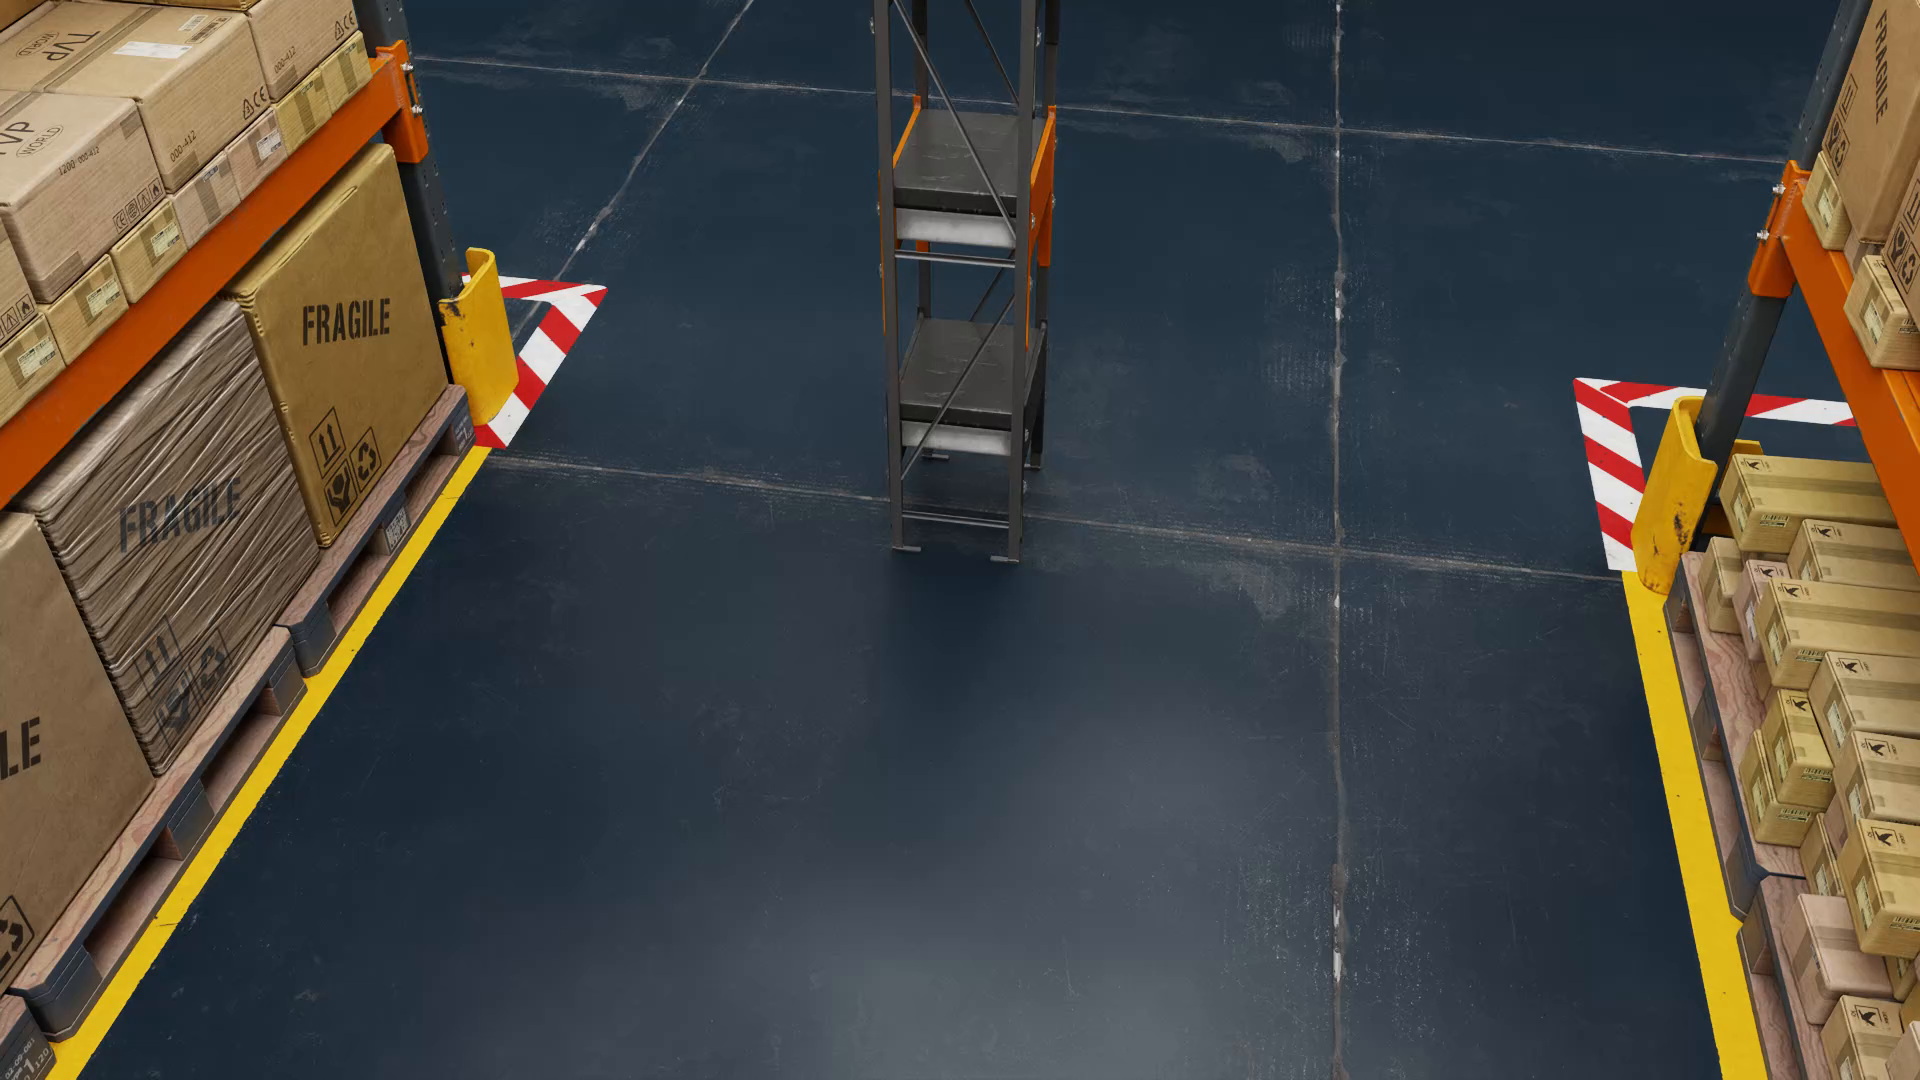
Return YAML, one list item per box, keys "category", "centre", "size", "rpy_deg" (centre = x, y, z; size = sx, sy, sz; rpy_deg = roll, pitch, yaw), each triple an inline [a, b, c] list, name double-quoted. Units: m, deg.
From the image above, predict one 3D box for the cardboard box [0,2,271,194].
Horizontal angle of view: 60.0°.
- category: "cardboard box"
  centre: [-2.084, -1.102, 4.113]
  size: [0.500, 0.250, 0.500]
  rpy_deg: [6, 40, 7]

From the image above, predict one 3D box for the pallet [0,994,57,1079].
- category: "pallet"
  centre: [-2.657, 1.420, 3.367]
  size: [1.003, 0.211, 1.213]
  rpy_deg: [6, 40, 8]

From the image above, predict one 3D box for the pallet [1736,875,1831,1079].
- category: "pallet"
  centre: [2.292, 1.305, 3.505]
  size: [1.003, 0.211, 1.213]
  rpy_deg: [6, 40, 8]

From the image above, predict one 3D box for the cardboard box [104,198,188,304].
- category: "cardboard box"
  centre: [-2.086, -0.699, 3.938]
  size: [0.380, 0.149, 0.250]
  rpy_deg: [6, 40, 7]

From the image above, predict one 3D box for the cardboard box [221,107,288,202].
- category: "cardboard box"
  centre: [-1.999, -1.018, 4.325]
  size: [0.380, 0.149, 0.250]
  rpy_deg: [6, 40, 8]

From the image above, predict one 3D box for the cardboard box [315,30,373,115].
- category: "cardboard box"
  centre: [-1.911, -1.340, 4.714]
  size: [0.380, 0.149, 0.250]
  rpy_deg: [7, 40, 9]

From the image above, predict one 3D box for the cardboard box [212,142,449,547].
- category: "cardboard box"
  centre: [-2.205, -0.629, 4.995]
  size: [0.875, 0.875, 0.875]
  rpy_deg: [6, 40, 8]

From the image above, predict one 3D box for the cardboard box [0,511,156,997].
- category: "cardboard box"
  centre: [-2.517, 0.501, 3.628]
  size: [0.875, 0.875, 0.875]
  rpy_deg: [6, 40, 8]

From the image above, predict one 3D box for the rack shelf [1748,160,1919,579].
- category: "rack shelf"
  centre: [2.348, 0.446, 2.921]
  size: [1.077, 0.370, 4.000]
  rpy_deg: [6, 40, 8]

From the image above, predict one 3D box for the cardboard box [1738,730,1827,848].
- category: "cardboard box"
  centre: [2.135, 0.622, 4.051]
  size: [0.380, 0.149, 0.250]
  rpy_deg: [7, 40, 8]

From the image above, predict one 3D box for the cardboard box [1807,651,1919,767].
- category: "cardboard box"
  centre: [2.209, 0.408, 3.844]
  size: [0.380, 0.149, 0.250]
  rpy_deg: [5, 40, 5]

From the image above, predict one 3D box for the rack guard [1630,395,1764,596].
- category: "rack guard"
  centre: [2.681, -0.075, 4.949]
  size: [1.175, 0.500, 0.348]
  rpy_deg: [6, 40, 8]

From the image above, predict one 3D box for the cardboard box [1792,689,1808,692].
- category: "cardboard box"
  centre: [2.293, 0.365, 4.128]
  size: [0.380, 0.149, 0.250]
  rpy_deg: [7, 40, 8]

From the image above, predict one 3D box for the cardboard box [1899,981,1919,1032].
- category: "cardboard box"
  centre: [2.126, 1.035, 3.319]
  size: [0.380, 0.149, 0.250]
  rpy_deg: [8, 40, 10]

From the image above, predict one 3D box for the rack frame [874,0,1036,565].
- category: "rack frame"
  centre: [-0.014, -0.760, 4.521]
  size: [0.400, 2.100, 0.015]
  rpy_deg: [6, 40, 8]

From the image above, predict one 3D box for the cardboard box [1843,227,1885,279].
- category: "cardboard box"
  centre: [2.312, -0.658, 3.889]
  size: [0.380, 0.149, 0.250]
  rpy_deg: [8, 40, 9]

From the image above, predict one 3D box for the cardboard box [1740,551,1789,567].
- category: "cardboard box"
  centre: [2.351, 0.036, 4.526]
  size: [0.380, 0.149, 0.250]
  rpy_deg: [8, 40, 10]

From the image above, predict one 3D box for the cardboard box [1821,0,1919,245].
- category: "cardboard box"
  centre: [2.345, -0.988, 3.779]
  size: [0.500, 0.500, 0.500]
  rpy_deg: [8, 40, 10]

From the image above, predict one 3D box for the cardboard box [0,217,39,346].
- category: "cardboard box"
  centre: [-2.258, -0.455, 3.331]
  size: [0.500, 0.250, 0.500]
  rpy_deg: [6, 40, 8]

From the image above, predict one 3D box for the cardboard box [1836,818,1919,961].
- category: "cardboard box"
  centre: [2.061, 0.741, 3.441]
  size: [0.380, 0.149, 0.250]
  rpy_deg: [7, 40, 8]

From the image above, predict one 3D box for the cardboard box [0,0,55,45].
- category: "cardboard box"
  centre: [-2.606, -1.155, 4.177]
  size: [0.500, 0.250, 0.500]
  rpy_deg: [6, 40, 7]

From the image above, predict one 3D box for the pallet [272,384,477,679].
- category: "pallet"
  centre: [-2.235, -0.111, 5.219]
  size: [1.003, 0.211, 1.213]
  rpy_deg: [6, 40, 8]

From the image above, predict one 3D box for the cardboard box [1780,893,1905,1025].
- category: "cardboard box"
  centre: [2.056, 0.940, 3.667]
  size: [0.380, 0.149, 0.250]
  rpy_deg: [5, 40, 6]

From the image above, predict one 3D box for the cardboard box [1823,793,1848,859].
- category: "cardboard box"
  centre: [2.189, 0.692, 3.734]
  size: [0.380, 0.149, 0.250]
  rpy_deg: [5, 40, 6]

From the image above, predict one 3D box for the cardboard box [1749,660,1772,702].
- category: "cardboard box"
  centre: [2.324, 0.317, 4.420]
  size: [0.380, 0.149, 0.250]
  rpy_deg: [6, 40, 7]

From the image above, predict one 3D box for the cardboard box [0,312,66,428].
- category: "cardboard box"
  centre: [-2.175, -0.381, 3.554]
  size: [0.380, 0.149, 0.250]
  rpy_deg: [7, 40, 9]

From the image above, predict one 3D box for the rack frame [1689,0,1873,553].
- category: "rack frame"
  centre: [2.694, -1.086, 4.210]
  size: [1.000, 3.000, 0.127]
  rpy_deg: [6, 40, 8]

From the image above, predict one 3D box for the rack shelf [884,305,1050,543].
- category: "rack shelf"
  centre: [0.029, -0.363, 5.161]
  size: [0.431, 0.518, 0.480]
  rpy_deg: [6, 40, 8]

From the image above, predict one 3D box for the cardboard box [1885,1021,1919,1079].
- category: "cardboard box"
  centre: [1.961, 1.053, 3.063]
  size: [0.380, 0.149, 0.250]
  rpy_deg: [5, 40, 6]

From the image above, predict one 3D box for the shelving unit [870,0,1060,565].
- category: "shelving unit"
  centre: [0.029, -0.913, 4.707]
  size: [0.431, 2.100, 0.503]
  rpy_deg: [6, 40, 8]

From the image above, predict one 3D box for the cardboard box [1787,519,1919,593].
- category: "cardboard box"
  centre: [2.340, 0.099, 4.217]
  size: [0.380, 0.149, 0.250]
  rpy_deg: [7, 40, 8]
